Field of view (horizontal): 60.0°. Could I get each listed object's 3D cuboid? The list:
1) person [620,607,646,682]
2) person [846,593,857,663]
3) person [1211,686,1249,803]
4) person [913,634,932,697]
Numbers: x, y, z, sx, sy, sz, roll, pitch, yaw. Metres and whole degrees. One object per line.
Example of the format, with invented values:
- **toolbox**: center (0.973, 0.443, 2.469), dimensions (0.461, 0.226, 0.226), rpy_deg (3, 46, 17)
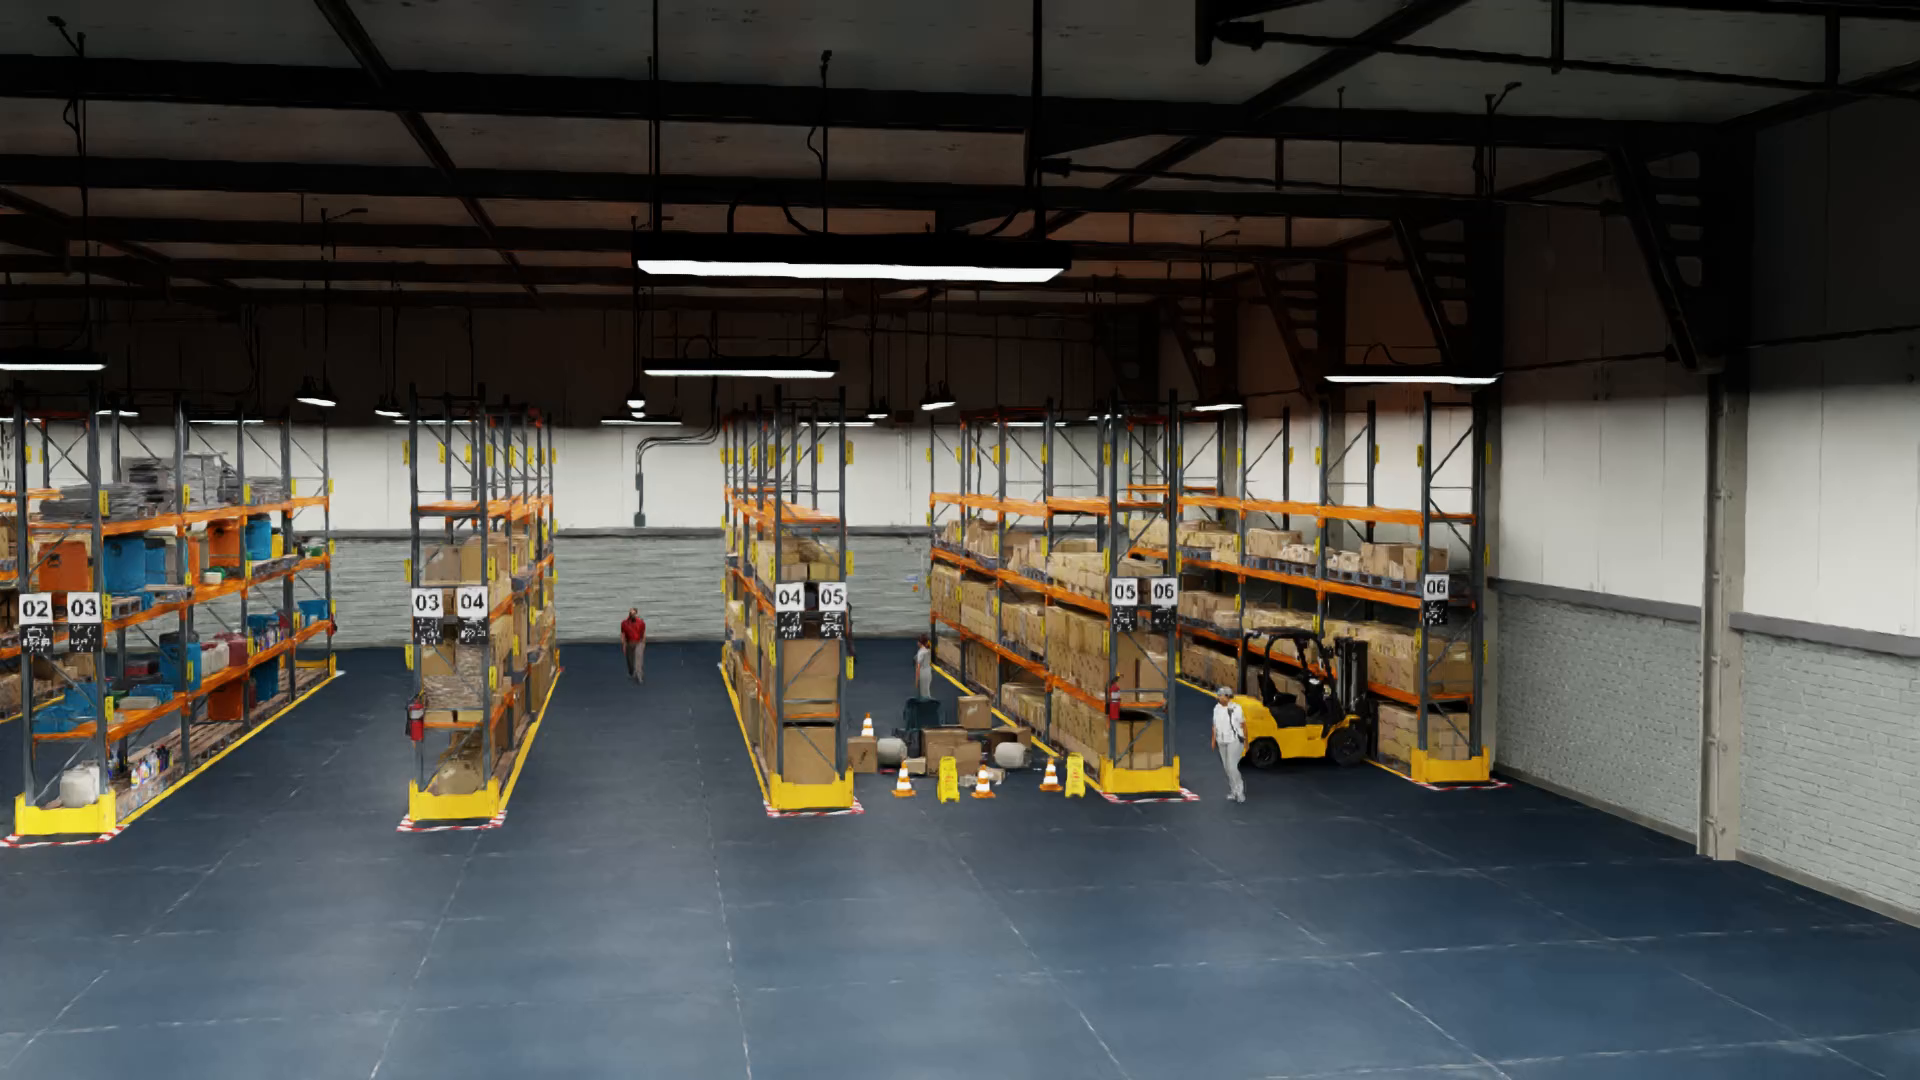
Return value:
- **person**: center (-7.235, 2.299, 36.791), dimensions (0.542, 1.645, 1.126), rpy_deg (0, 3, -9)
- **person**: center (-2.779, 2.106, 40.185), dimensions (0.522, 1.722, 0.632), rpy_deg (-1, 3, -24)
- **person**: center (3.945, 2.946, 24.154), dimensions (0.476, 1.656, 0.607), rpy_deg (-3, 4, -43)
- **person**: center (-0.716, 2.577, 31.064), dimensions (0.564, 1.666, 0.563), rpy_deg (1, 3, 17)
